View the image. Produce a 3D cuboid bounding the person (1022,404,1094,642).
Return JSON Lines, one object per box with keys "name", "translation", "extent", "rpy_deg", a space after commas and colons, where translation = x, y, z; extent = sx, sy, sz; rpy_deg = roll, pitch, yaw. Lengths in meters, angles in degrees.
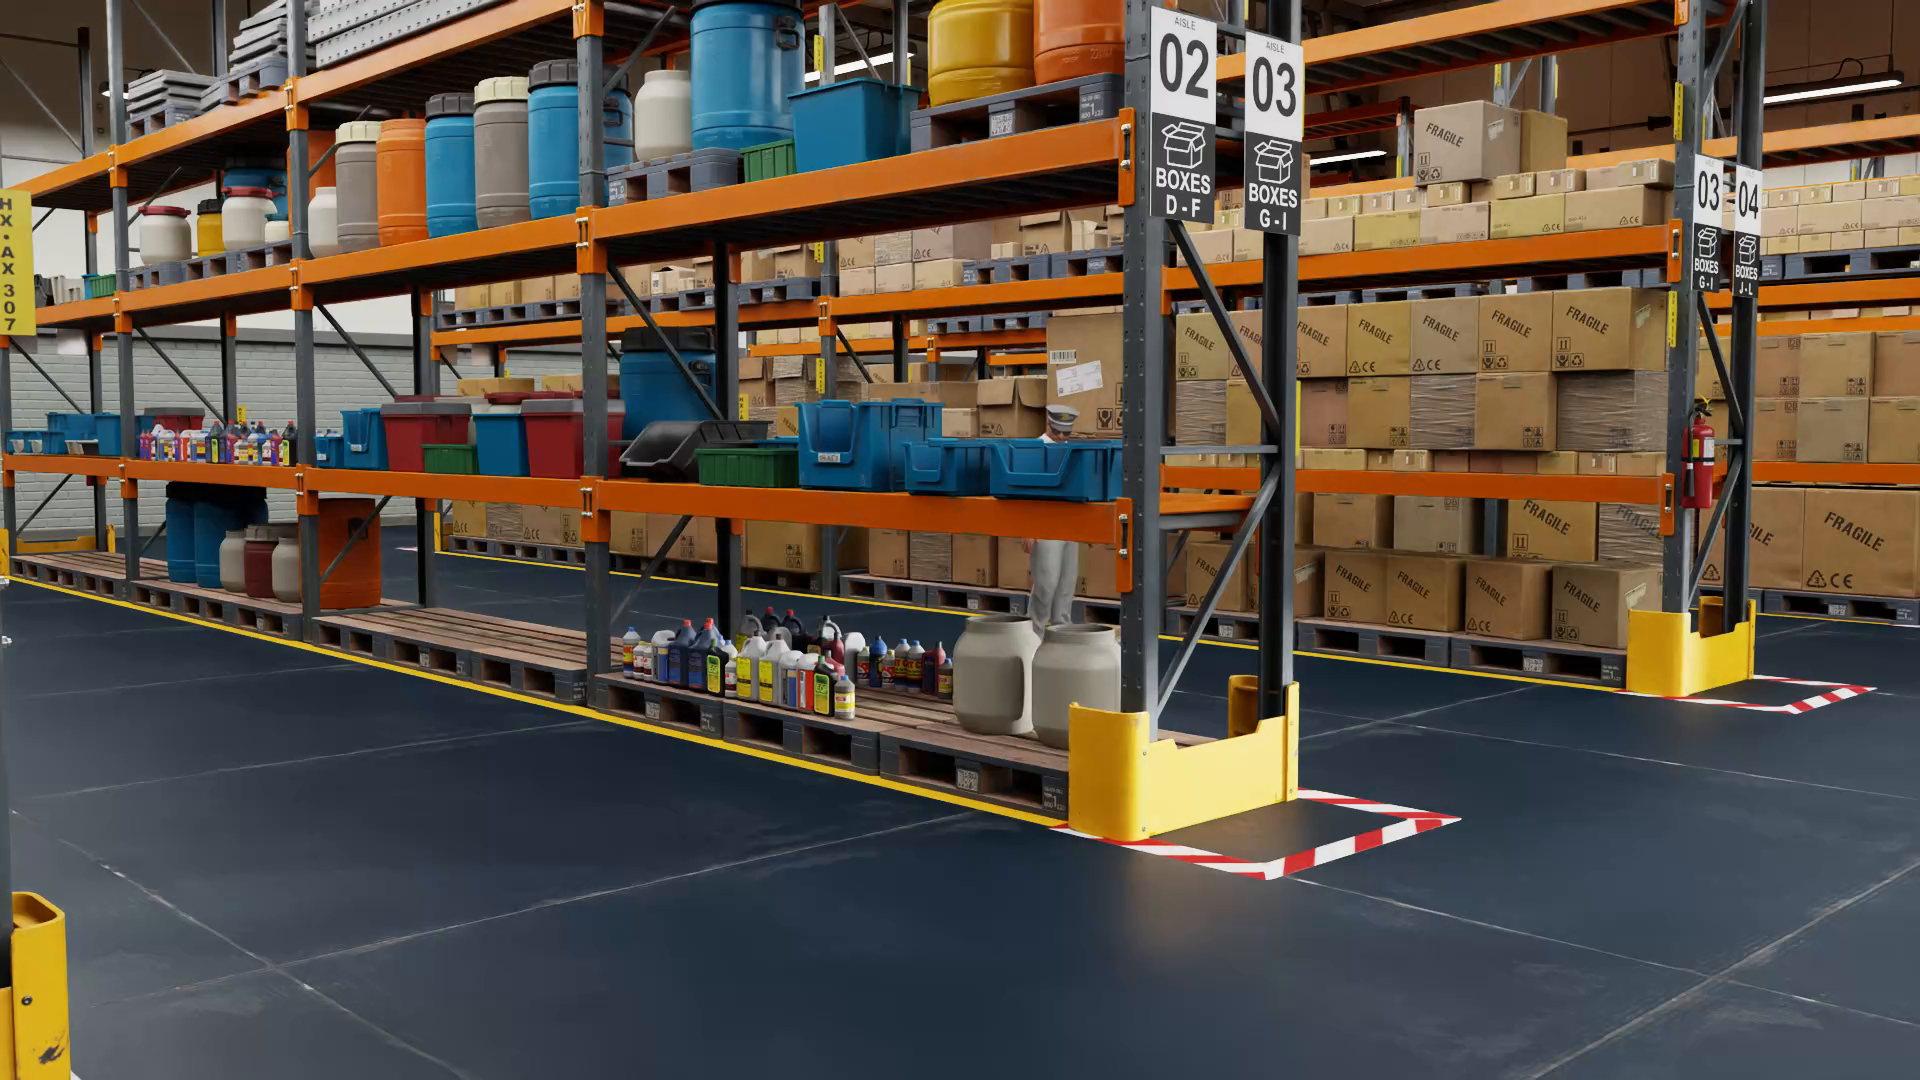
{"name": "person", "translation": [0.679, -0.051, 11.615], "extent": [0.417, 1.787, 0.635], "rpy_deg": [3, 5, 33]}
